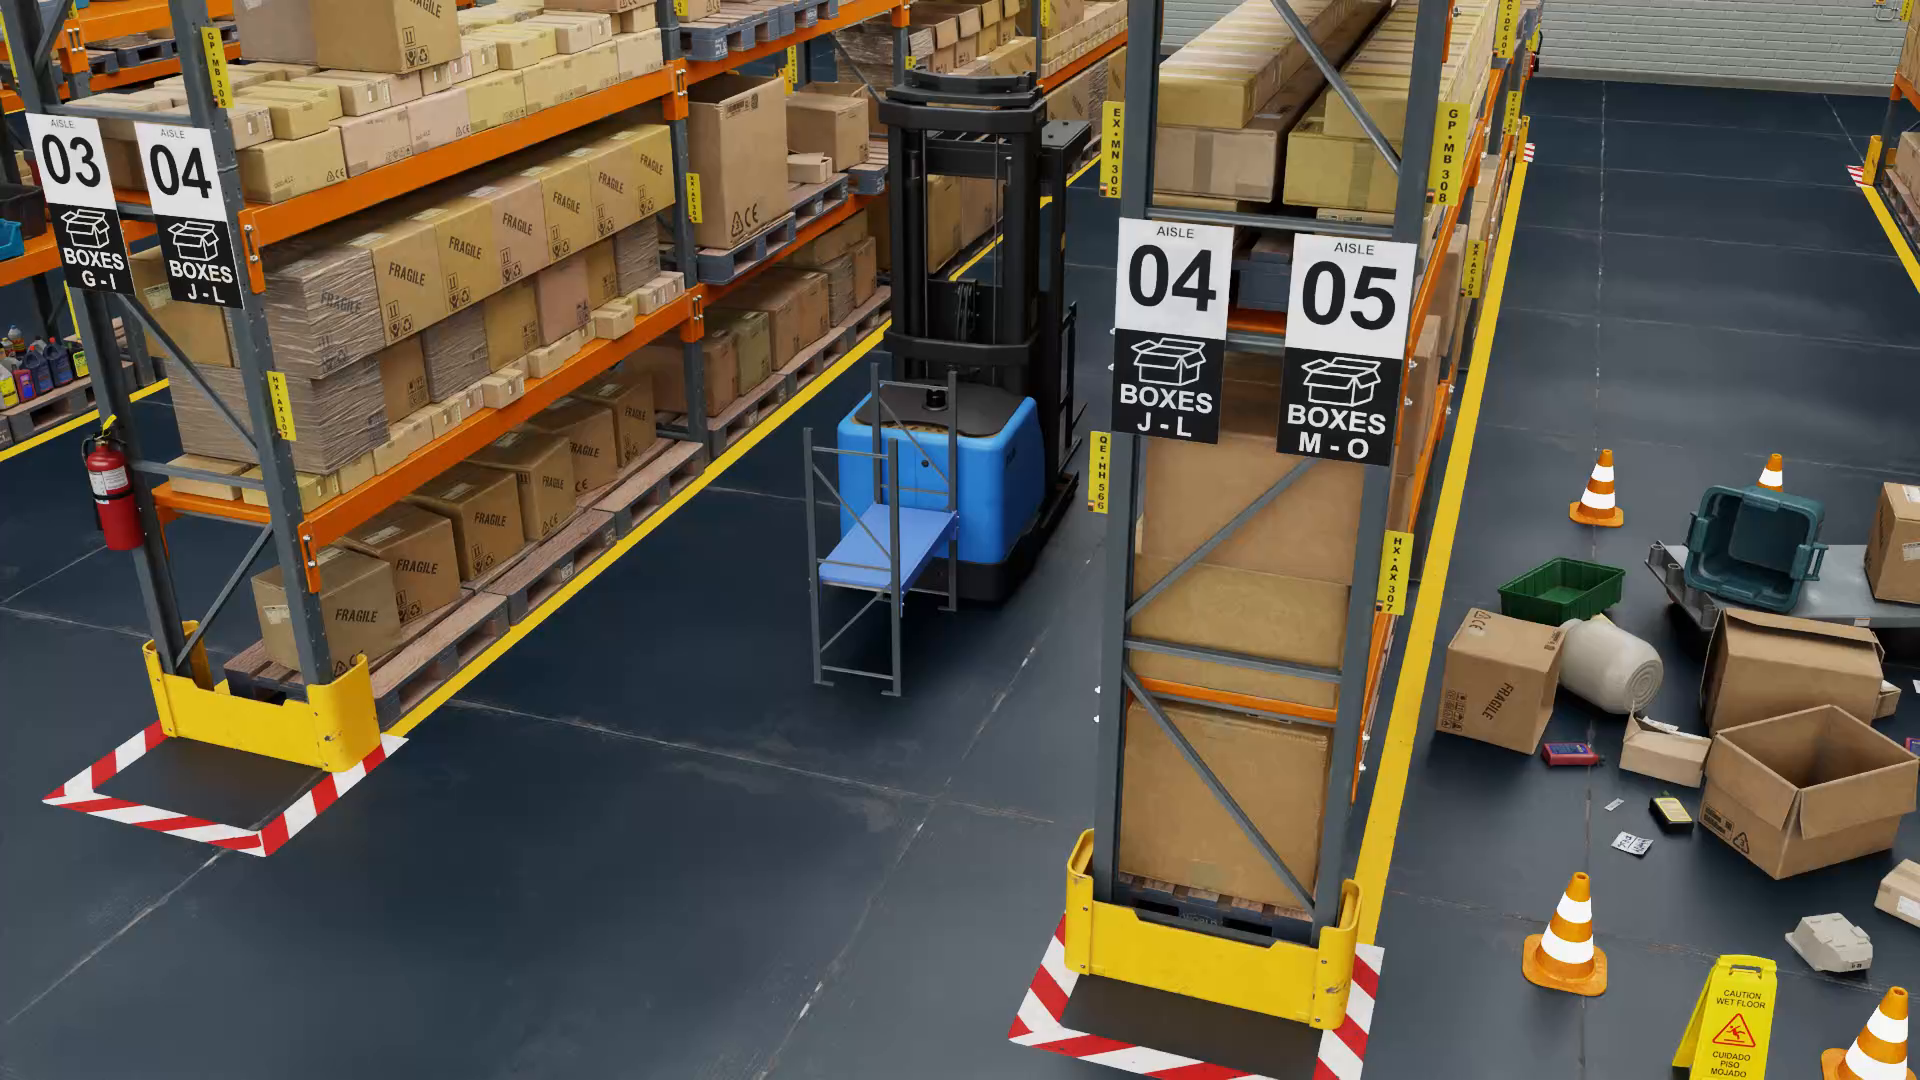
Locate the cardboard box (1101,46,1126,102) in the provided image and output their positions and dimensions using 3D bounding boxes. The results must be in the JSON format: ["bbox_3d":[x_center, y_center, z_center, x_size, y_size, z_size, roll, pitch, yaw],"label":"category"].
[{"bbox_3d":[1.583,-5.832,21.310,0.875,0.875,0.875,9,27,17],"label":"cardboard box"}]

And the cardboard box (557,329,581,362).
[{"bbox_3d":[-2.529,-1.192,10.058,0.380,0.149,0.250,9,27,17],"label":"cardboard box"}]

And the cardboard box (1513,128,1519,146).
[{"bbox_3d":[6.140,-4.597,18.909,0.380,0.149,0.250,10,28,19],"label":"cardboard box"}]

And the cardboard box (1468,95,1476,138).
[{"bbox_3d":[2.129,-1.933,7.550,0.380,0.149,0.250,8,27,17],"label":"cardboard box"}]

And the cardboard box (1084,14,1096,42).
[{"bbox_3d":[1.302,-6.071,19.677,0.500,0.250,0.500,9,27,18],"label":"cardboard box"}]

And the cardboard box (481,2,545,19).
[{"bbox_3d":[-2.696,-3.196,10.182,0.380,0.149,0.250,7,27,15],"label":"cardboard box"}]

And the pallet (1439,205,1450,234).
[{"bbox_3d":[1.681,-1.658,7.391,1.003,0.211,1.213,9,27,17],"label":"pallet"}]

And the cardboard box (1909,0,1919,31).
[{"bbox_3d":[10.638,-5.776,17.975,0.500,0.500,0.500,8,27,16],"label":"cardboard box"}]

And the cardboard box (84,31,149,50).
[{"bbox_3d":[-9.694,-5.882,18.859,0.700,0.500,0.500,14,29,27],"label":"cardboard box"}]

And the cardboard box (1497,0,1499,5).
[{"bbox_3d":[2.550,-2.815,8.457,0.380,0.149,0.250,9,27,17],"label":"cardboard box"}]

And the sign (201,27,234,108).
[{"bbox_3d":[-3.092,-1.964,6.919,0.100,0.325,0.005,9,27,17],"label":"sign"}]

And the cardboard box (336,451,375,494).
[{"bbox_3d":[-3.183,-0.368,8.357,0.380,0.149,0.250,9,27,17],"label":"cardboard box"}]

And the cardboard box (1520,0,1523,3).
[{"bbox_3d":[3.637,-3.897,11.419,0.500,0.311,0.500,9,27,17],"label":"cardboard box"}]

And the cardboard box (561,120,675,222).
[{"bbox_3d":[-2.163,-2.347,10.551,0.500,0.500,0.500,9,27,17],"label":"cardboard box"}]

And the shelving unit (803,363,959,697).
[{"bbox_3d":[-0.407,-0.075,9.183,0.538,1.500,1.048,8,27,15],"label":"shelving unit"}]

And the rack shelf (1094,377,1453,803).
[{"bbox_3d":[1.706,-0.036,8.208,1.077,0.370,4.000,9,27,17],"label":"rack shelf"}]

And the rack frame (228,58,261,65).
[{"bbox_3d":[-8.951,-6.668,21.080,1.000,3.000,0.127,9,27,17],"label":"rack frame"}]

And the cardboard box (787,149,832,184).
[{"bbox_3d":[-1.242,-2.991,13.157,0.396,0.266,0.258,8,27,16],"label":"cardboard box"}]

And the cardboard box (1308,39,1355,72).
[{"bbox_3d":[1.443,-2.049,7.332,0.500,0.250,0.500,9,27,18],"label":"cardboard box"}]

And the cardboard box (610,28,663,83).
[{"bbox_3d":[-2.178,-3.000,10.234,0.500,0.250,0.500,10,28,19],"label":"cardboard box"}]

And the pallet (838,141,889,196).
[{"bbox_3d":[-1.078,-3.192,14.120,1.213,0.211,1.003,9,27,17],"label":"pallet"}]

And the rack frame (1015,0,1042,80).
[{"bbox_3d":[0.390,-5.230,18.110,1.000,3.000,0.127,9,27,17],"label":"rack frame"}]

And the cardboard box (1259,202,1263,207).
[{"bbox_3d":[1.001,-1.404,6.457,0.380,0.149,0.250,9,27,18],"label":"cardboard box"}]

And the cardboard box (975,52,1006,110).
[{"bbox_3d":[0.153,-4.625,16.746,0.500,0.500,0.500,8,27,17],"label":"cardboard box"}]

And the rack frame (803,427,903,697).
[{"bbox_3d":[-0.556,0.137,8.746,0.500,1.500,0.032,8,27,15],"label":"rack frame"}]

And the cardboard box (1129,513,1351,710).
[{"bbox_3d":[1.121,0.235,6.650,0.875,0.550,0.550,9,27,17],"label":"cardboard box"}]

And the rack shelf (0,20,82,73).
[{"bbox_3d":[-7.609,-2.865,10.609,1.077,0.370,4.000,9,27,17],"label":"rack shelf"}]

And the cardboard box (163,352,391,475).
[{"bbox_3d":[-3.395,-0.700,8.297,0.875,0.500,0.500,9,27,17],"label":"cardboard box"}]

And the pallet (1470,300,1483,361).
[{"bbox_3d":[3.964,-1.891,14.414,1.003,0.211,1.213,9,27,17],"label":"pallet"}]

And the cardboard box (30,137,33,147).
[{"bbox_3d":[-9.861,-4.243,18.435,0.500,0.500,0.500,10,28,20],"label":"cardboard box"}]

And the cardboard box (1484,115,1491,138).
[{"bbox_3d":[4.040,-3.333,13.315,0.380,0.149,0.250,9,27,18],"label":"cardboard box"}]

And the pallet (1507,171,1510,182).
[{"bbox_3d":[6.035,-4.498,19.798,1.003,0.211,1.213,9,27,17],"label":"pallet"}]

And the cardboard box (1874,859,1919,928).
[{"bbox_3d":[4.273,1.590,7.295,0.250,0.149,0.380,-20,33,-36],"label":"cardboard box"}]

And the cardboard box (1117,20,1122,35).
[{"bbox_3d":[1.828,-6.460,20.938,0.380,0.149,0.250,9,27,18],"label":"cardboard box"}]

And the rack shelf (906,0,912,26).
[{"bbox_3d":[-0.276,-5.435,15.916,1.077,0.370,4.000,9,27,17],"label":"rack shelf"}]

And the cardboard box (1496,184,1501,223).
[{"bbox_3d":[4.678,-3.100,15.236,0.500,0.250,0.500,8,27,15],"label":"cardboard box"}]

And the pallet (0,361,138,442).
[{"bbox_3d":[-7.206,-1.136,12.854,1.003,0.211,1.213,9,27,17],"label":"pallet"}]

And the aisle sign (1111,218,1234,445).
[{"bbox_3d":[0.734,-0.722,5.817,0.394,0.787,0.004,9,27,17],"label":"aisle sign"}]

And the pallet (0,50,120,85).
[{"bbox_3d":[-10.122,-5.227,18.324,1.213,0.211,1.003,9,27,17],"label":"pallet"}]

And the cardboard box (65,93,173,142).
[{"bbox_3d":[-3.805,-1.920,7.546,0.380,0.149,0.250,9,27,17],"label":"cardboard box"}]

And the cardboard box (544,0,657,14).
[{"bbox_3d":[-2.182,-3.475,10.013,0.500,0.500,0.500,8,27,16],"label":"cardboard box"}]

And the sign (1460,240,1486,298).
[{"bbox_3d":[2.895,-1.527,9.378,0.100,0.325,0.005,9,27,17],"label":"sign"}]

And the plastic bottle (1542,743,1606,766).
[{"bbox_3d":[3.114,1.087,8.435,0.283,0.061,0.133,0,26,-1],"label":"plastic bottle"}]

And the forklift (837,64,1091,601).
[{"bbox_3d":[0.182,-1.580,10.649,1.130,2.935,3.031,8,27,15],"label":"forklift"}]

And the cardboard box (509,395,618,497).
[{"bbox_3d":[-2.627,-0.612,10.957,0.500,0.500,0.500,19,32,34],"label":"cardboard box"}]

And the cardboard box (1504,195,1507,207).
[{"bbox_3d":[5.546,-3.588,17.507,0.380,0.149,0.250,10,27,19],"label":"cardboard box"}]

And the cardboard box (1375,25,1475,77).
[{"bbox_3d":[1.875,-1.981,6.734,0.380,0.149,0.250,8,27,17],"label":"cardboard box"}]

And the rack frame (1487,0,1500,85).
[{"bbox_3d":[2.371,-3.882,8.441,1.000,3.000,0.127,9,27,17],"label":"rack frame"}]

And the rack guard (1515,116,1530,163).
[{"bbox_3d":[6.339,-4.957,20.414,1.175,0.500,0.348,9,27,17],"label":"rack guard"}]

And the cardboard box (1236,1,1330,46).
[{"bbox_3d":[1.423,-2.286,7.364,0.380,0.149,0.250,9,27,17],"label":"cardboard box"}]

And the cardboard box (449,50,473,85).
[{"bbox_3d":[-2.790,-2.479,8.701,0.380,0.149,0.250,8,27,17],"label":"cardboard box"}]

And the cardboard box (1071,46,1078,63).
[{"bbox_3d":[1.147,-5.620,19.204,0.380,0.149,0.250,8,27,17],"label":"cardboard box"}]

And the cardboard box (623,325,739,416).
[{"bbox_3d":[-2.048,-1.265,12.284,0.700,0.500,0.500,7,27,13],"label":"cardboard box"}]

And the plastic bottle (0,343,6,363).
[{"bbox_3d":[-7.444,-1.417,12.847,0.061,0.283,0.133,9,27,17],"label":"plastic bottle"}]

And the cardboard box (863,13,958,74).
[{"bbox_3d":[-0.463,-4.648,15.643,0.797,0.503,0.637,9,27,19],"label":"cardboard box"}]

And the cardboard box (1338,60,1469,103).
[{"bbox_3d":[1.778,-1.766,6.747,0.500,0.250,0.500,9,27,17],"label":"cardboard box"}]
